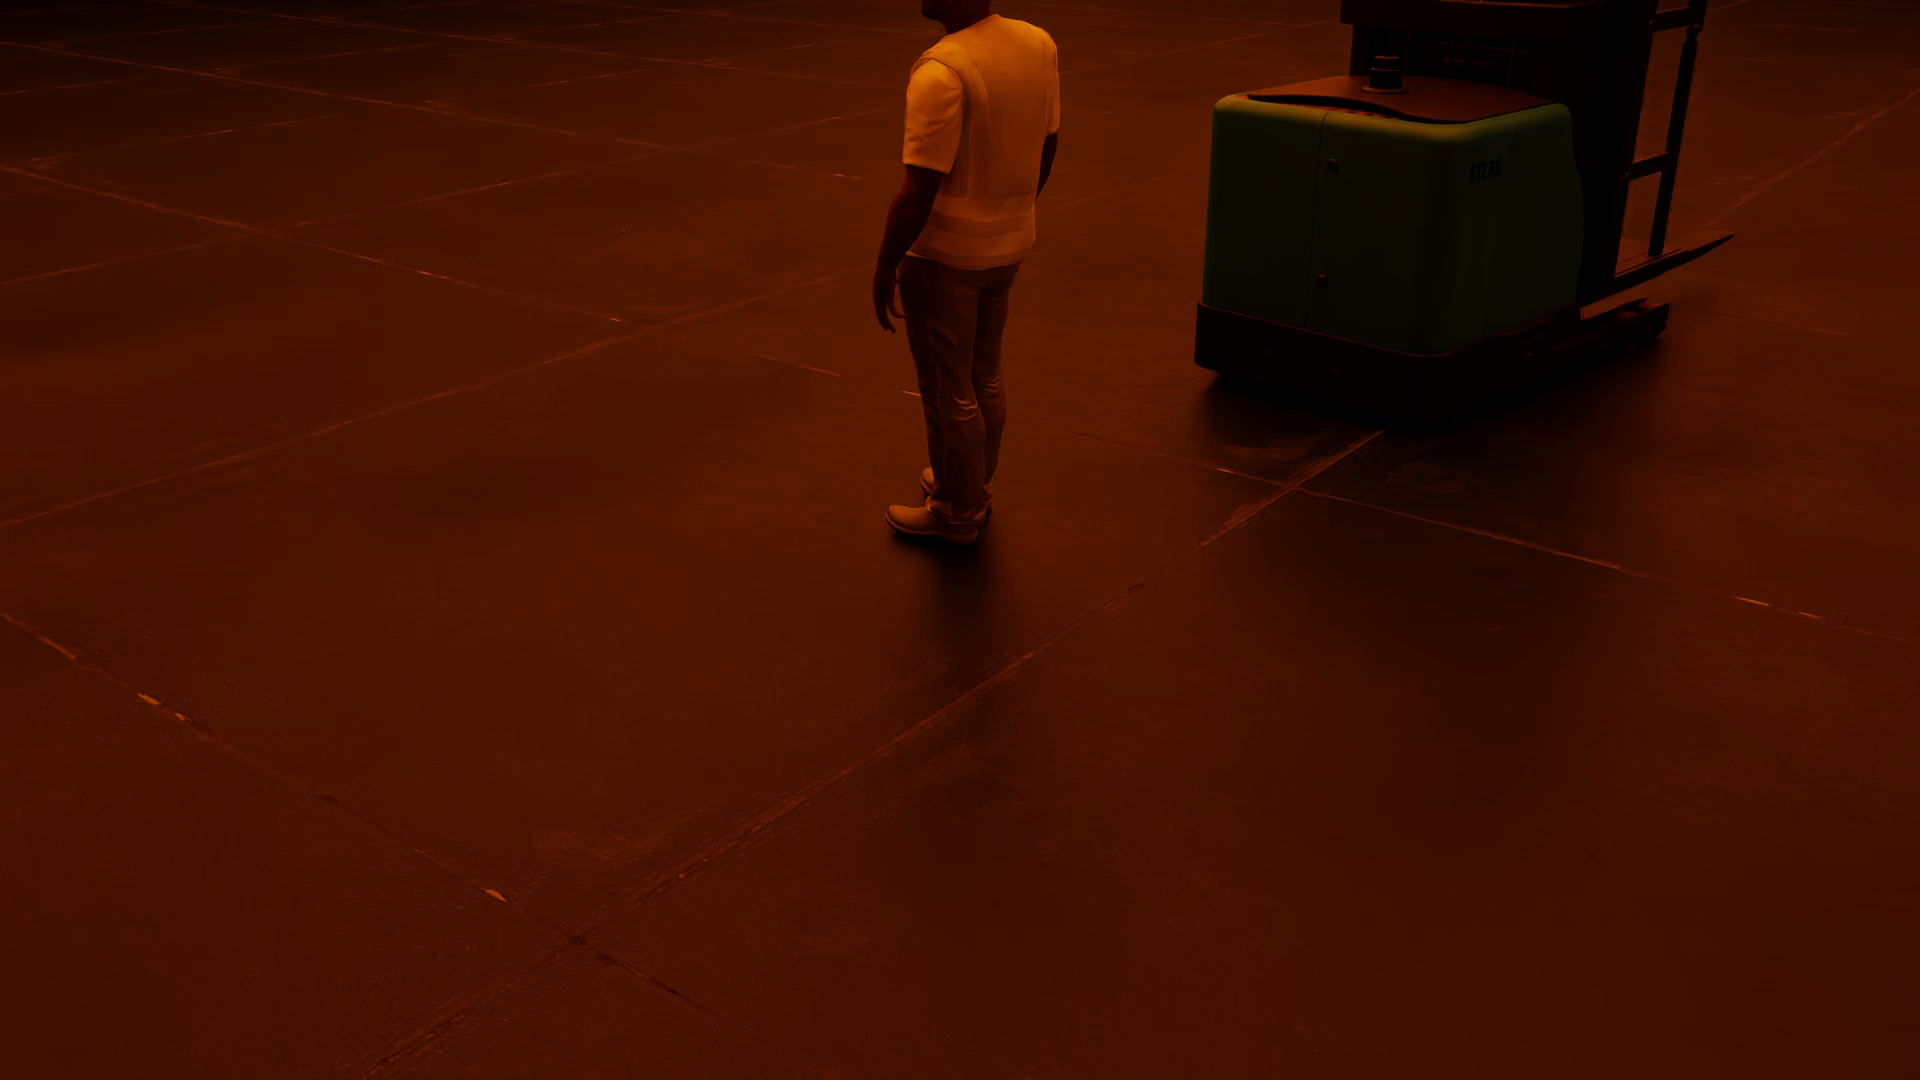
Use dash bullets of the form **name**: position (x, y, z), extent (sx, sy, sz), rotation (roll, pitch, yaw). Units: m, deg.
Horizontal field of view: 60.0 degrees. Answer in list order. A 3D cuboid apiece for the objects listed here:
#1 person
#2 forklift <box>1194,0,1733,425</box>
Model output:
- **person**: position (-0.051, -0.836, 4.703), extent (0.577, 1.765, 0.665), rotation (17, 29, 34)
- **forklift**: position (2.302, -2.241, 6.499), extent (3.031, 2.935, 1.130), rotation (-22, 32, -40)
